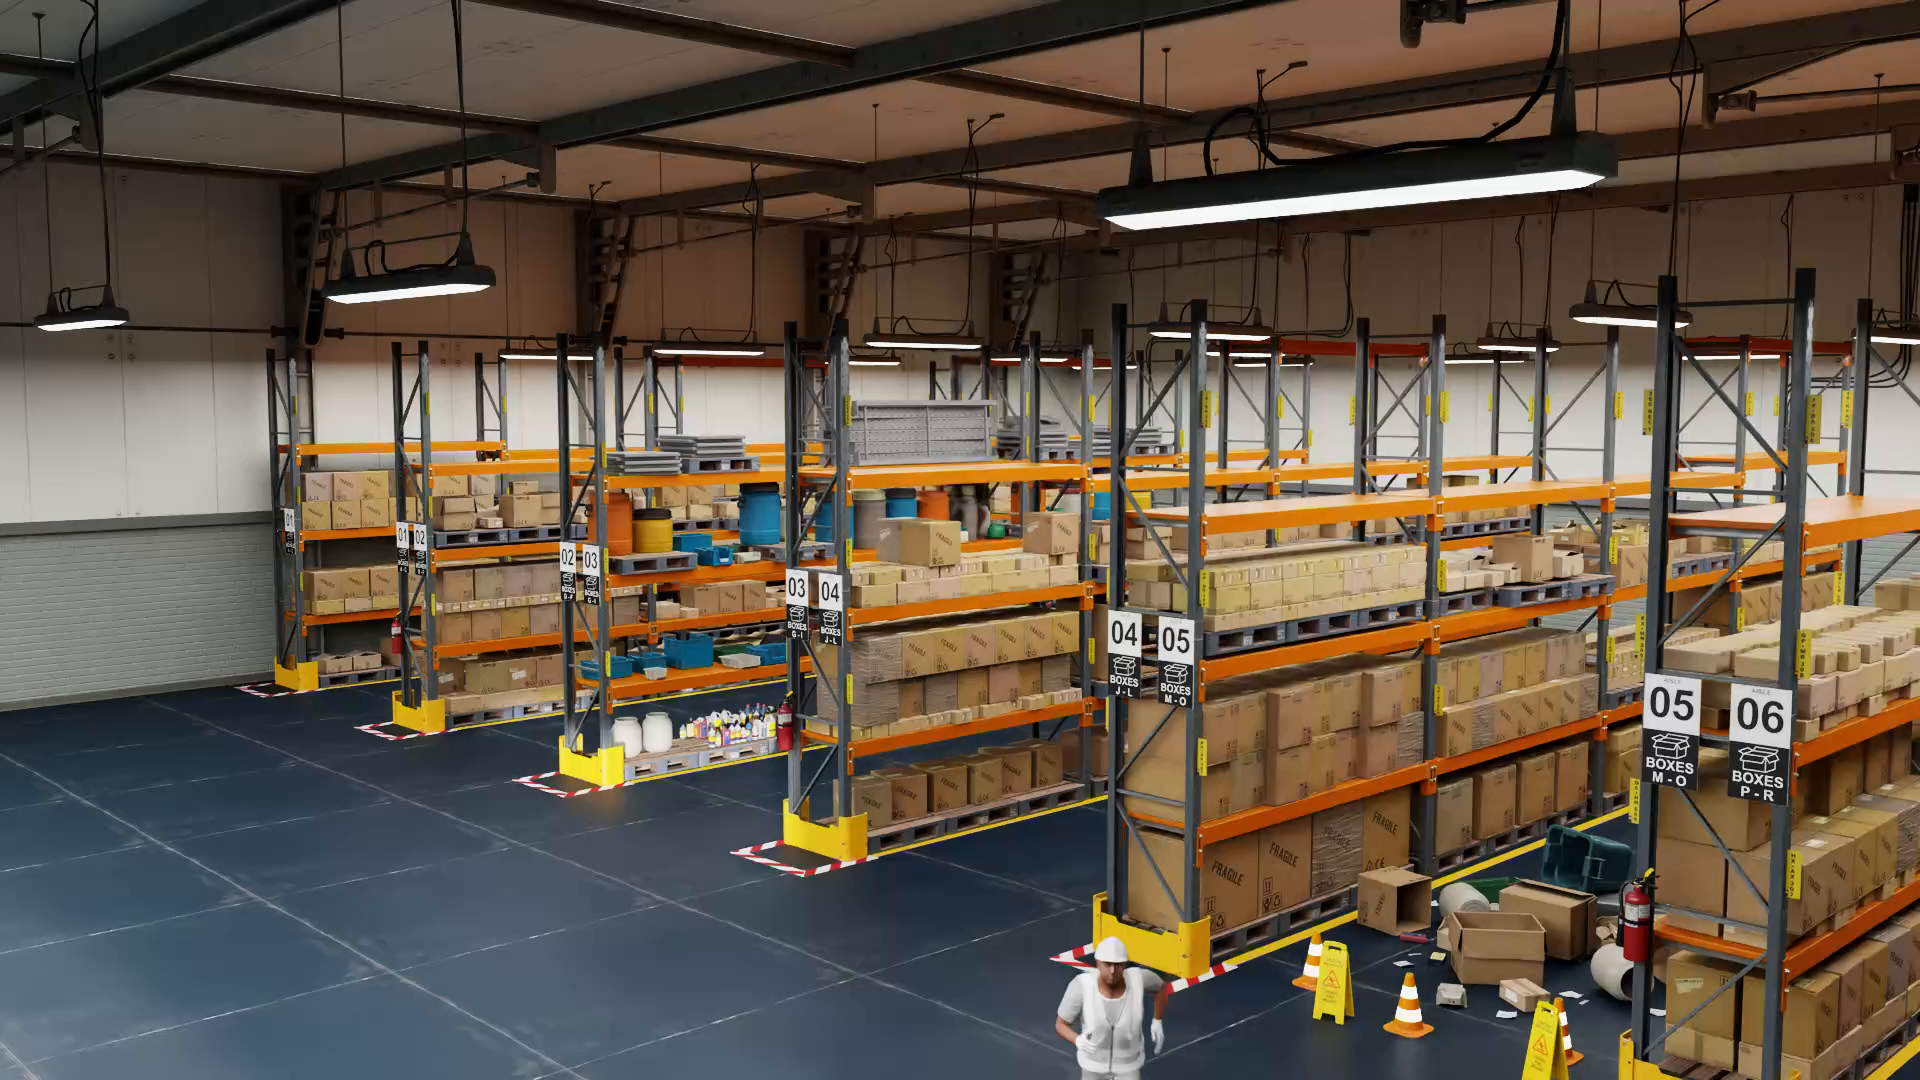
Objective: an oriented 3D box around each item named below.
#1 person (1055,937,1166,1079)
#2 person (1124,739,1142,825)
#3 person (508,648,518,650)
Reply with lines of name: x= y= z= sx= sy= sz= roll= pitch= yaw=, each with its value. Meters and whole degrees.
person: x=0.968 y=3.377 z=10.659 sx=0.712 sy=1.813 sz=0.976 roll=0 pitch=5 yaw=4
person: x=2.061 y=2.735 z=17.925 sx=0.709 sy=1.856 sz=0.840 roll=5 pitch=7 yaw=43
person: x=-7.783 y=1.895 z=28.822 sx=1.023 sy=1.590 sz=0.513 roll=-5 pitch=7 yaw=-43
